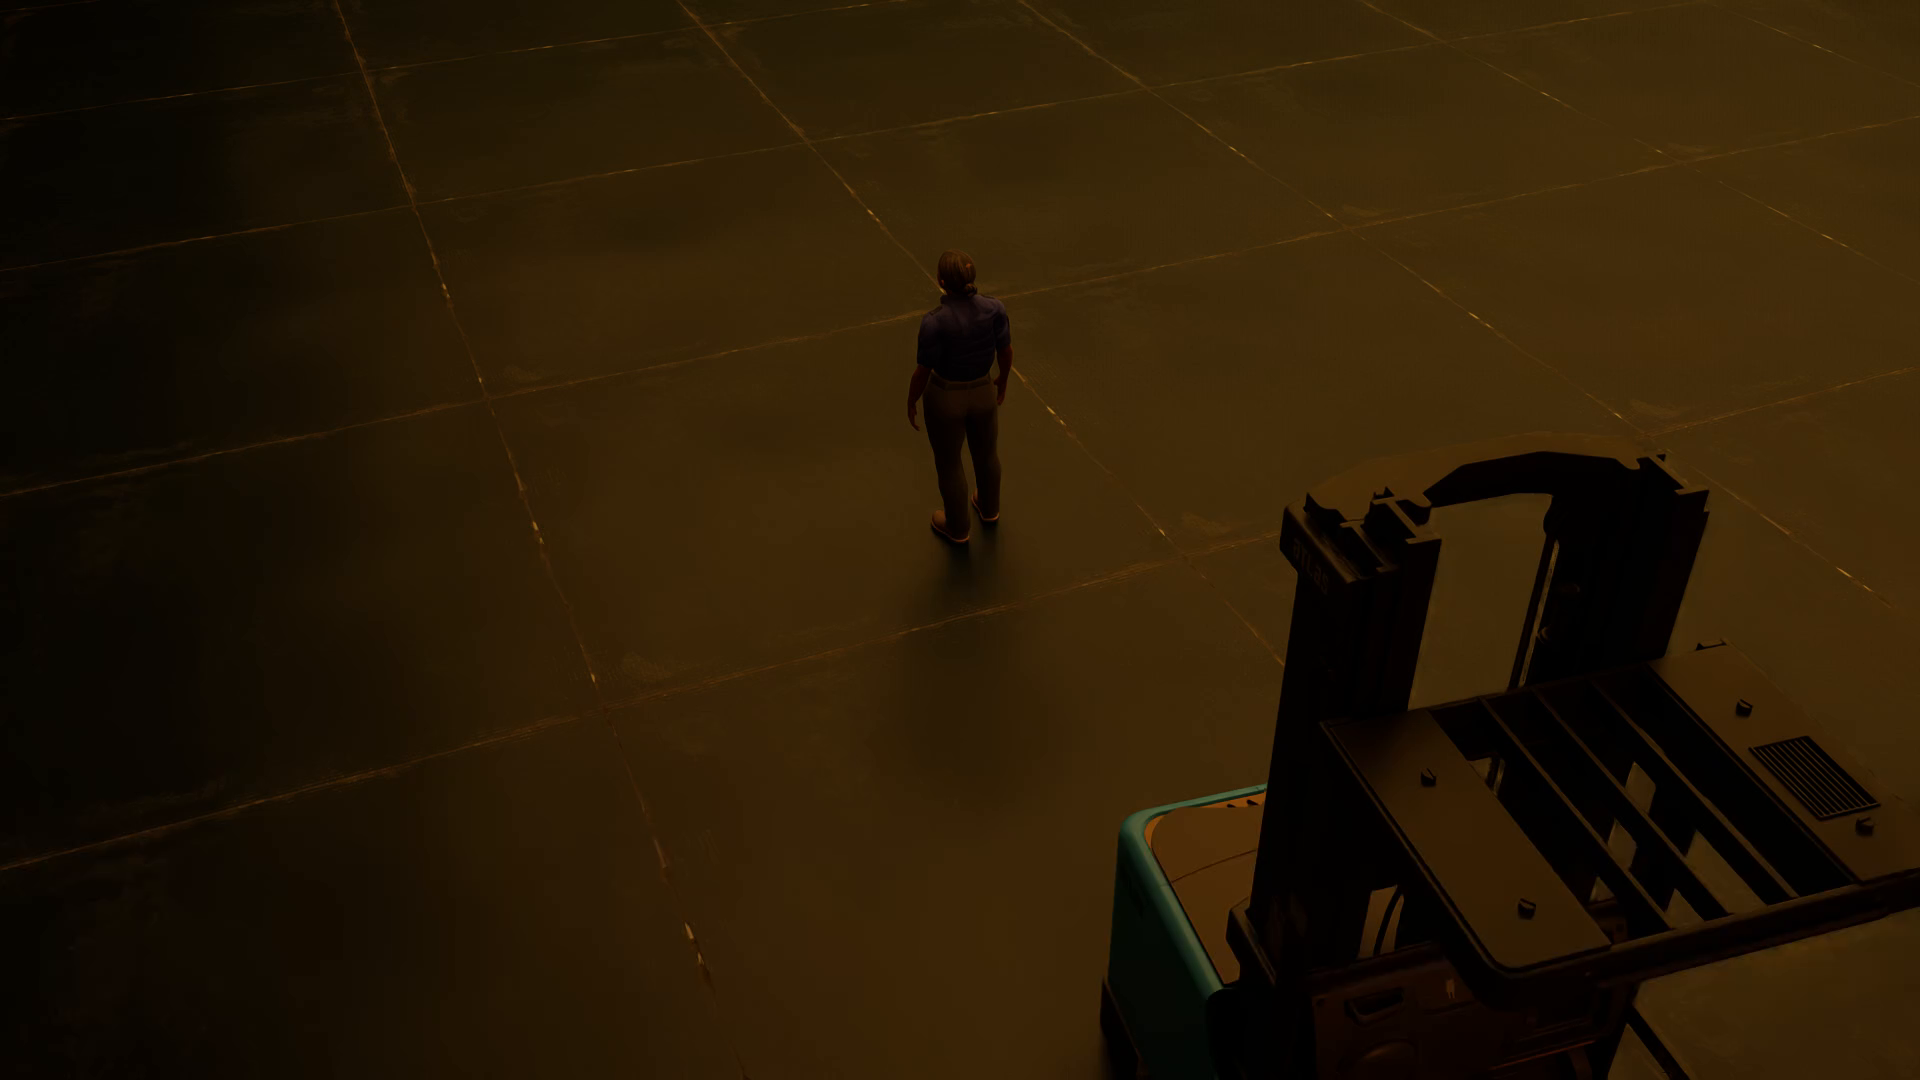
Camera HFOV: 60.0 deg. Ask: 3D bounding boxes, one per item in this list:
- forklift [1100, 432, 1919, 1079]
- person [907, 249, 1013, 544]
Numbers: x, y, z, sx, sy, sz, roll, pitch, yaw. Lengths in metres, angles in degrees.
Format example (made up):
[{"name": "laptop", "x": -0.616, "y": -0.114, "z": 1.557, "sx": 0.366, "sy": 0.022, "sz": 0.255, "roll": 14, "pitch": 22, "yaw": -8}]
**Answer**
[{"name": "forklift", "x": 1.414, "y": 1.328, "z": 4.231, "sx": 1.130, "sy": 2.935, "sz": 3.031, "roll": -10, "pitch": 37, "yaw": -13}, {"name": "person", "x": -0.016, "y": -0.731, "z": 8.216, "sx": 0.569, "sy": 1.654, "sz": 0.504, "roll": -14, "pitch": 38, "yaw": -19}]
